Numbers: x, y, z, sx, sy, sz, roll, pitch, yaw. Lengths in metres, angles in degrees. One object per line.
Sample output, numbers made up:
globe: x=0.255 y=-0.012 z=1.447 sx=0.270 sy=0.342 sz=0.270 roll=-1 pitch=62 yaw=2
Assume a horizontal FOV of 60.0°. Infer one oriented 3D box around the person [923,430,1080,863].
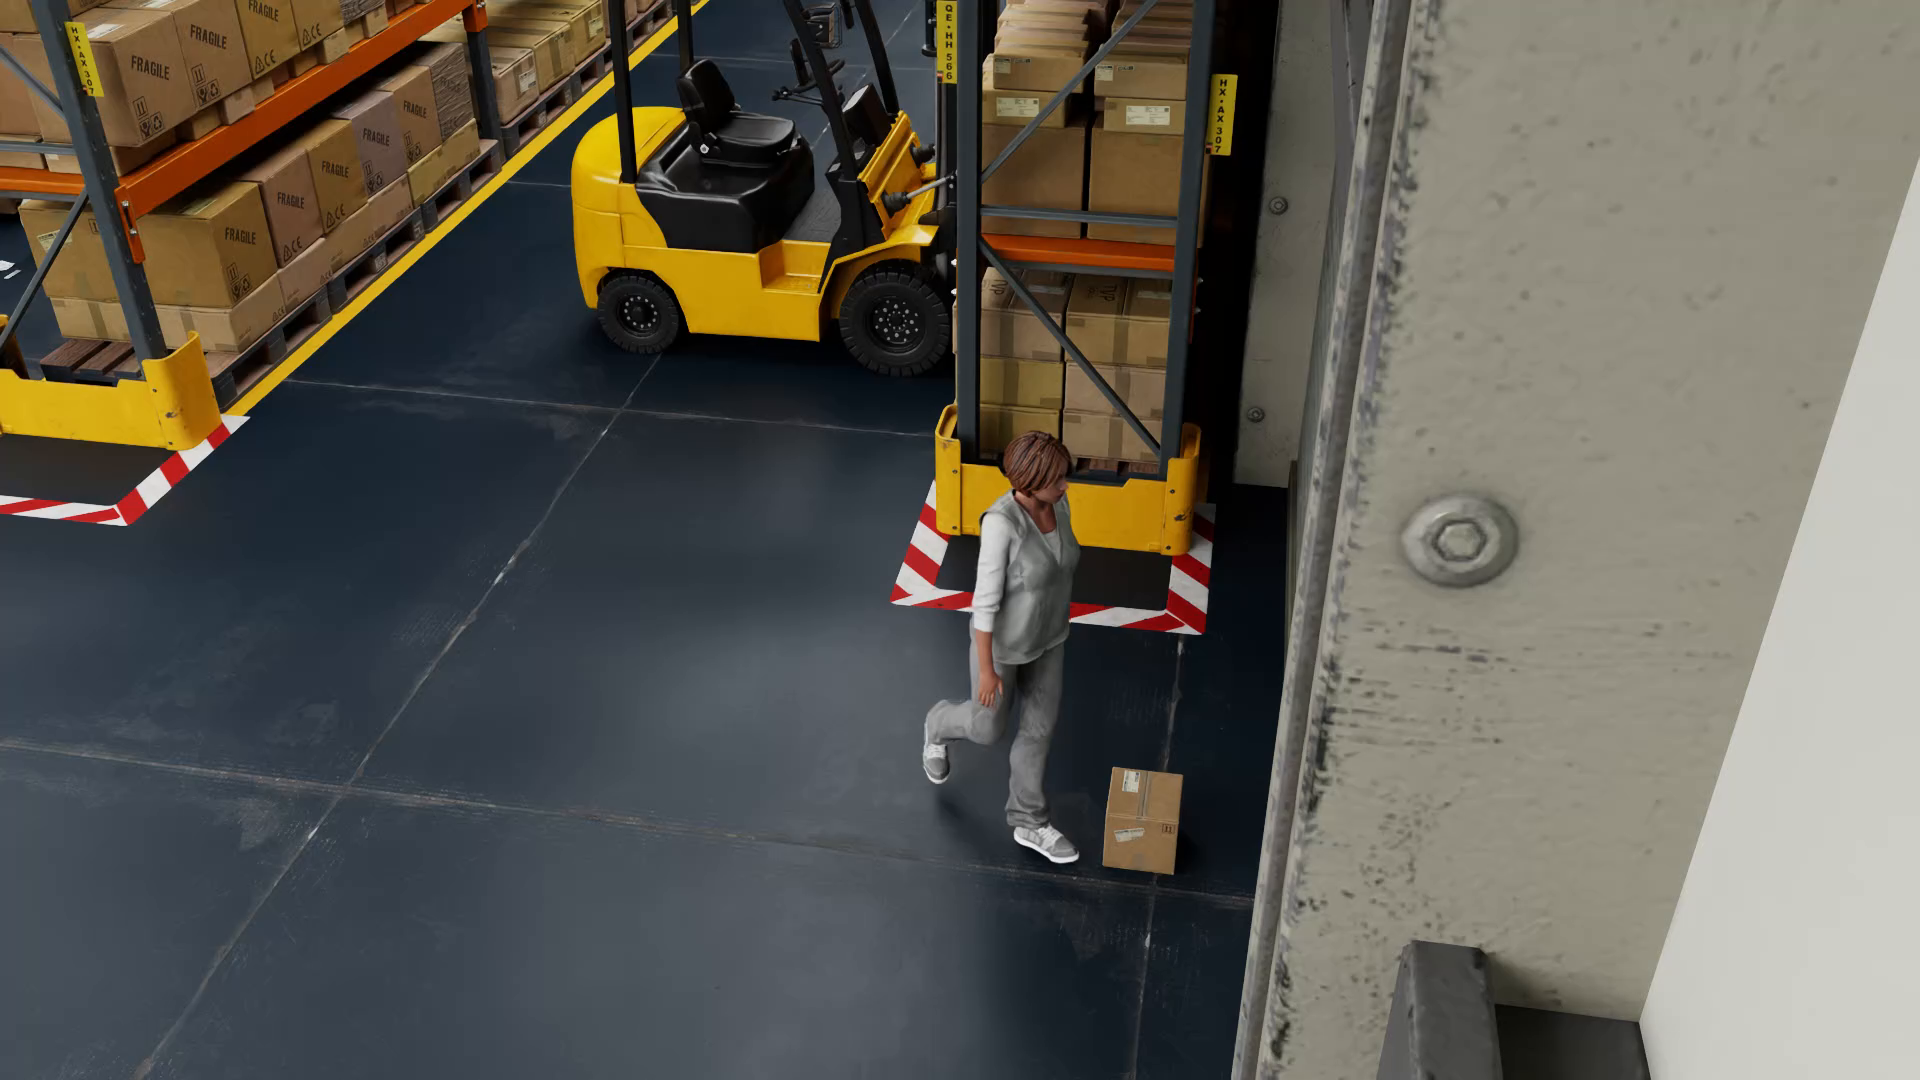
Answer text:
person: x=0.152 y=0.326 z=5.629 sx=0.487 sy=1.571 sz=0.769 roll=-28 pitch=42 yaw=-36
